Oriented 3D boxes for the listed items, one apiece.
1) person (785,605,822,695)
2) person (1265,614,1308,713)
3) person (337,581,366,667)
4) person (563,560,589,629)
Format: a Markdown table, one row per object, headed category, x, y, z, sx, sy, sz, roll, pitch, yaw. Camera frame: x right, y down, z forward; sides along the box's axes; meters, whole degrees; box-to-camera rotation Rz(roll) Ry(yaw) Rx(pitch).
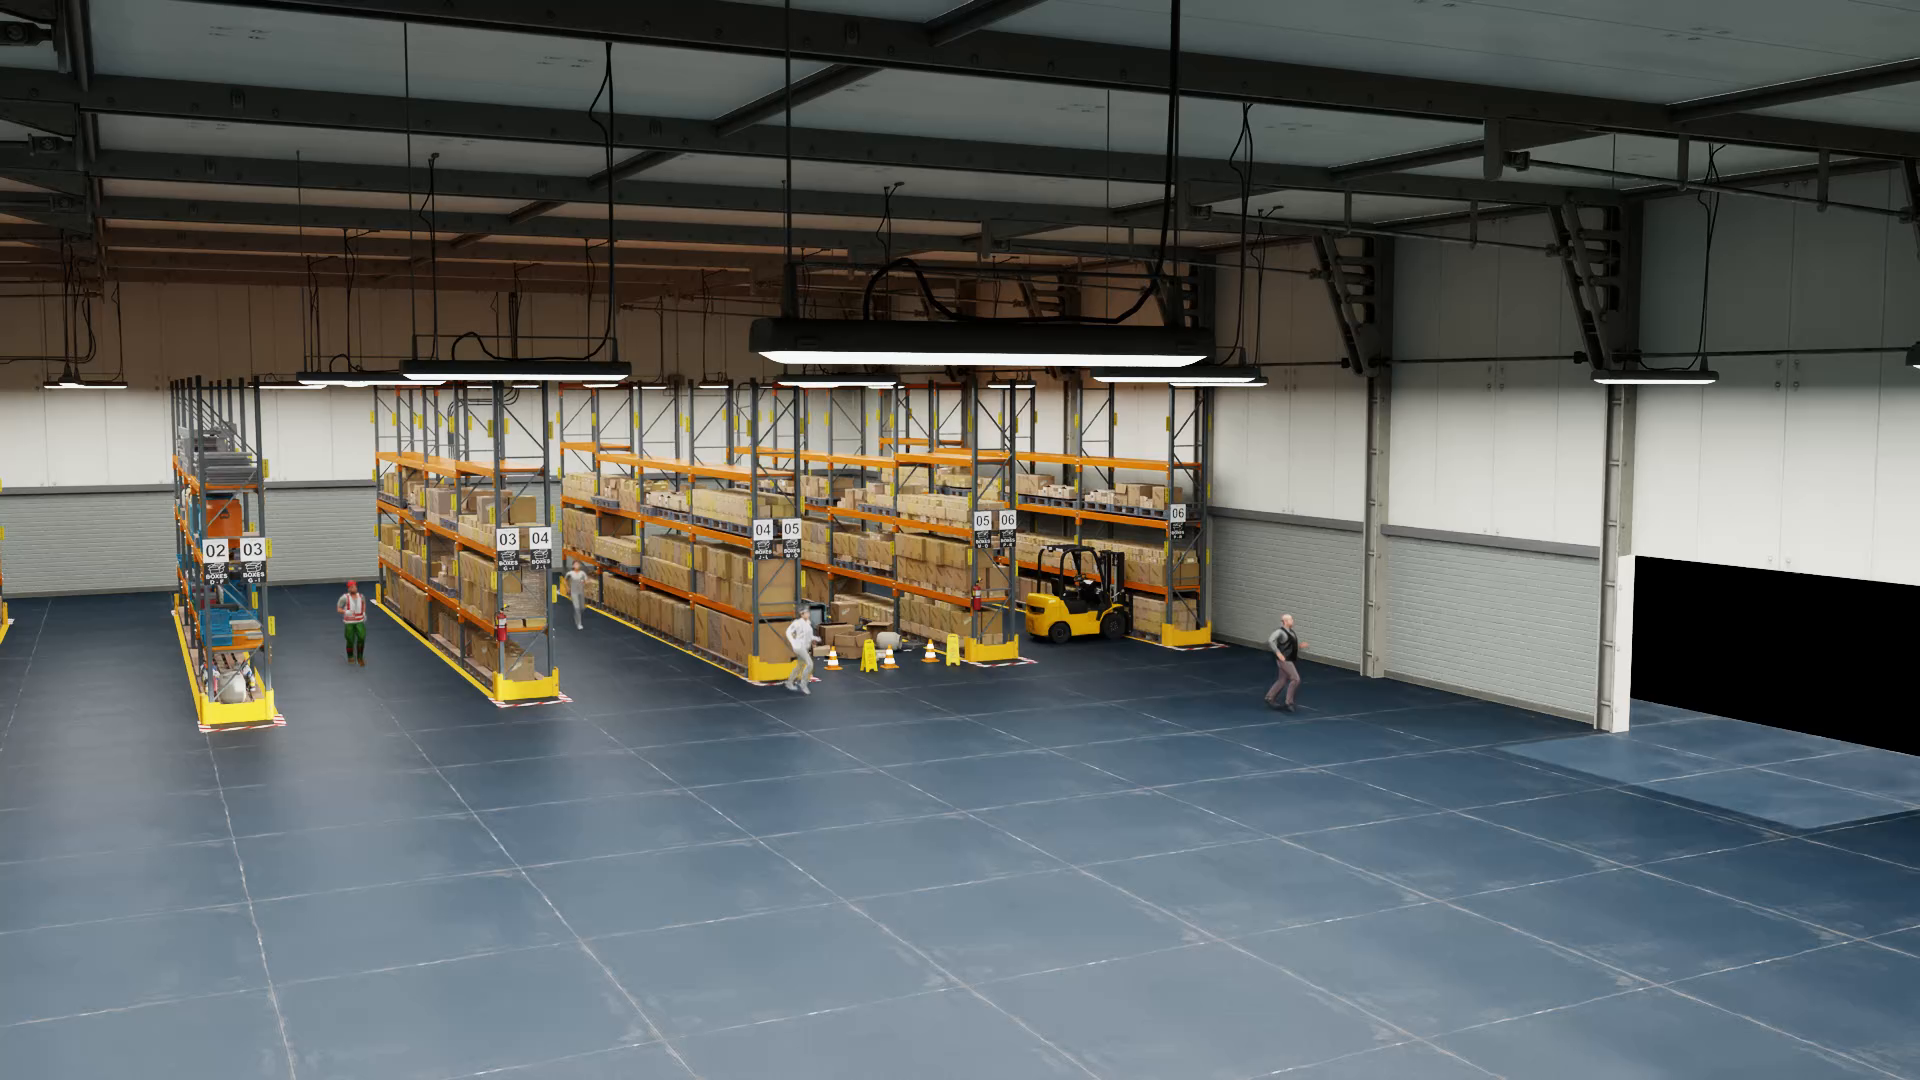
| category | x | y | z | sx | sy | sz | roll | pitch | yaw |
| --- | --- | --- | --- | --- | --- | --- | --- | --- | --- |
| person | -3.008 | 2.087 | 31.634 | 0.787 | 1.701 | 0.536 | 2 | 5 | 22 |
| person | 5.857 | 2.220 | 29.877 | 0.777 | 1.782 | 0.638 | 3 | 6 | 27 |
| person | -12.681 | 1.756 | 34.751 | 0.635 | 1.825 | 0.749 | -3 | 6 | -33 |
| person | -9.293 | 1.306 | 40.315 | 0.575 | 1.643 | 0.914 | -3 | 6 | -28 |
